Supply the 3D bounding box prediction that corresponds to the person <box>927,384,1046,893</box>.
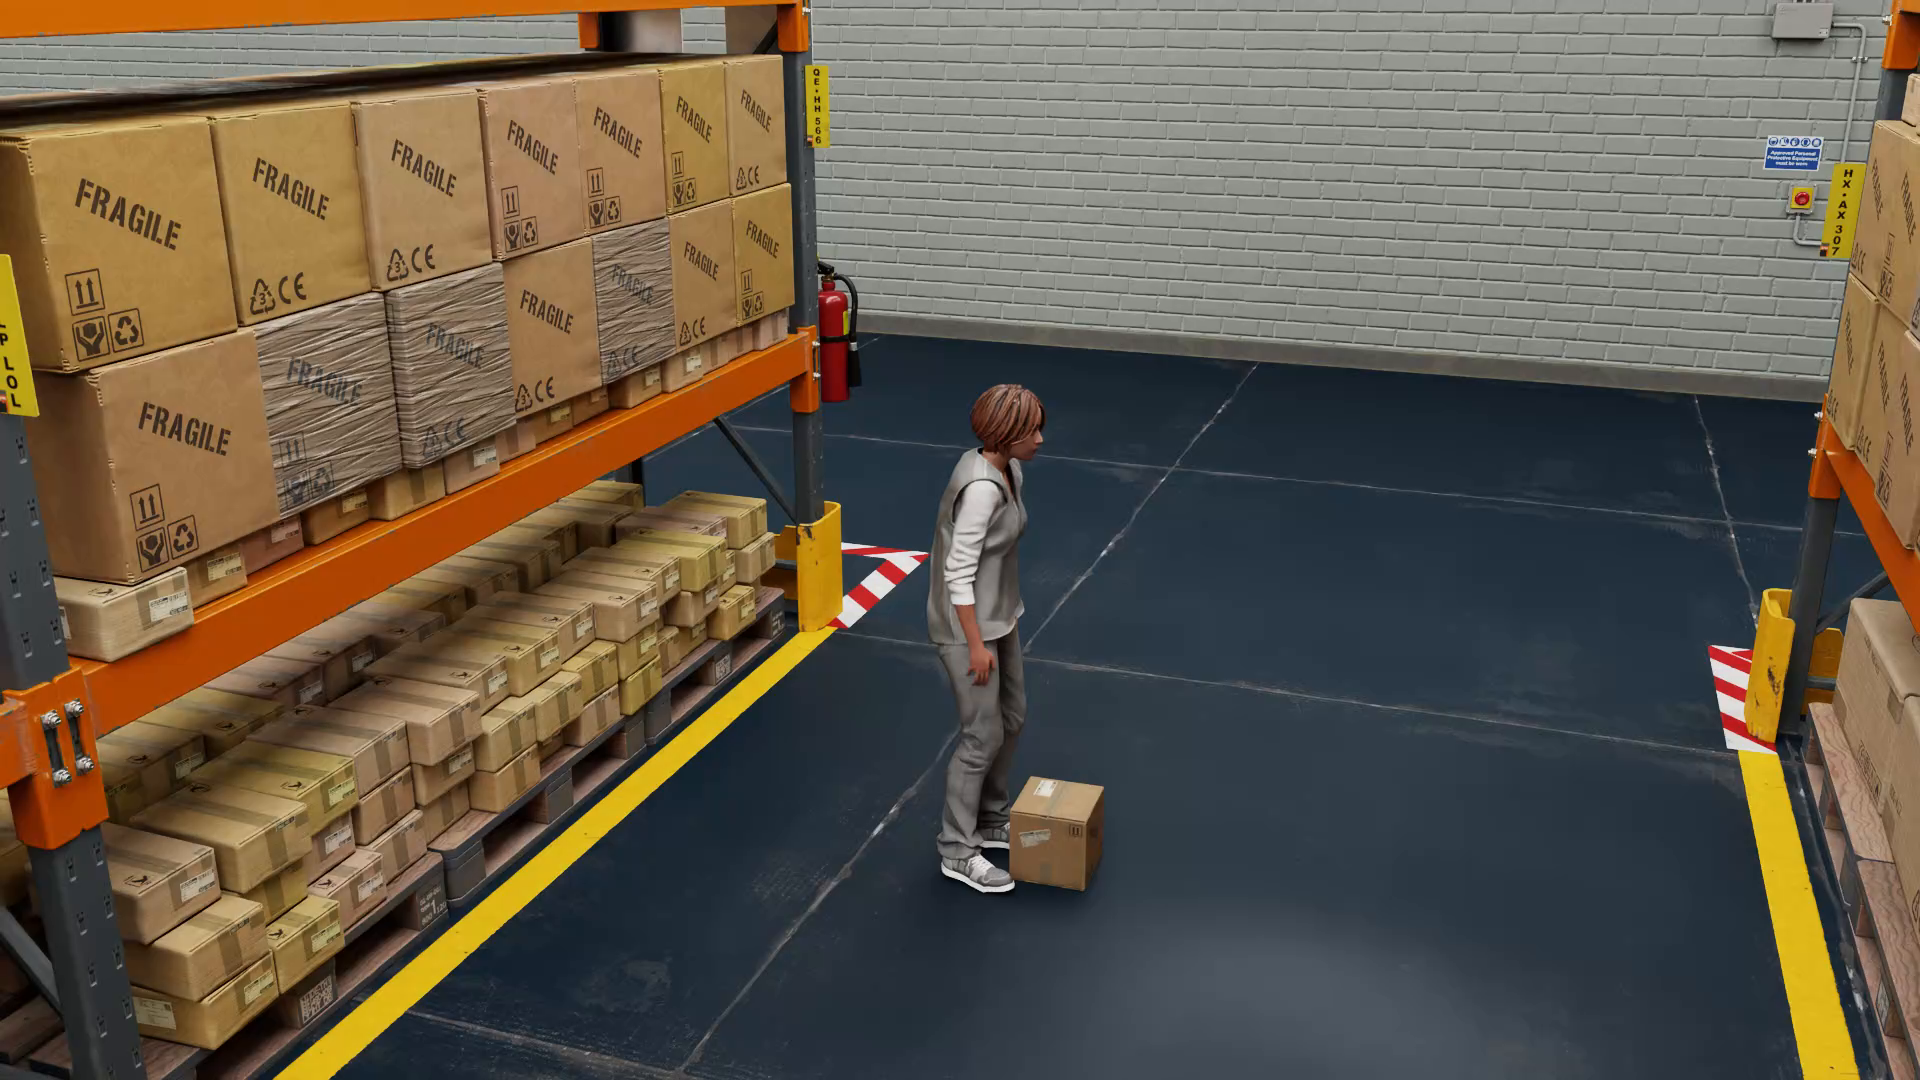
[{"bbox_3d":[0.093,0.291,5.235,0.378,1.591,0.482,5,20,15],"label":"person"}]
